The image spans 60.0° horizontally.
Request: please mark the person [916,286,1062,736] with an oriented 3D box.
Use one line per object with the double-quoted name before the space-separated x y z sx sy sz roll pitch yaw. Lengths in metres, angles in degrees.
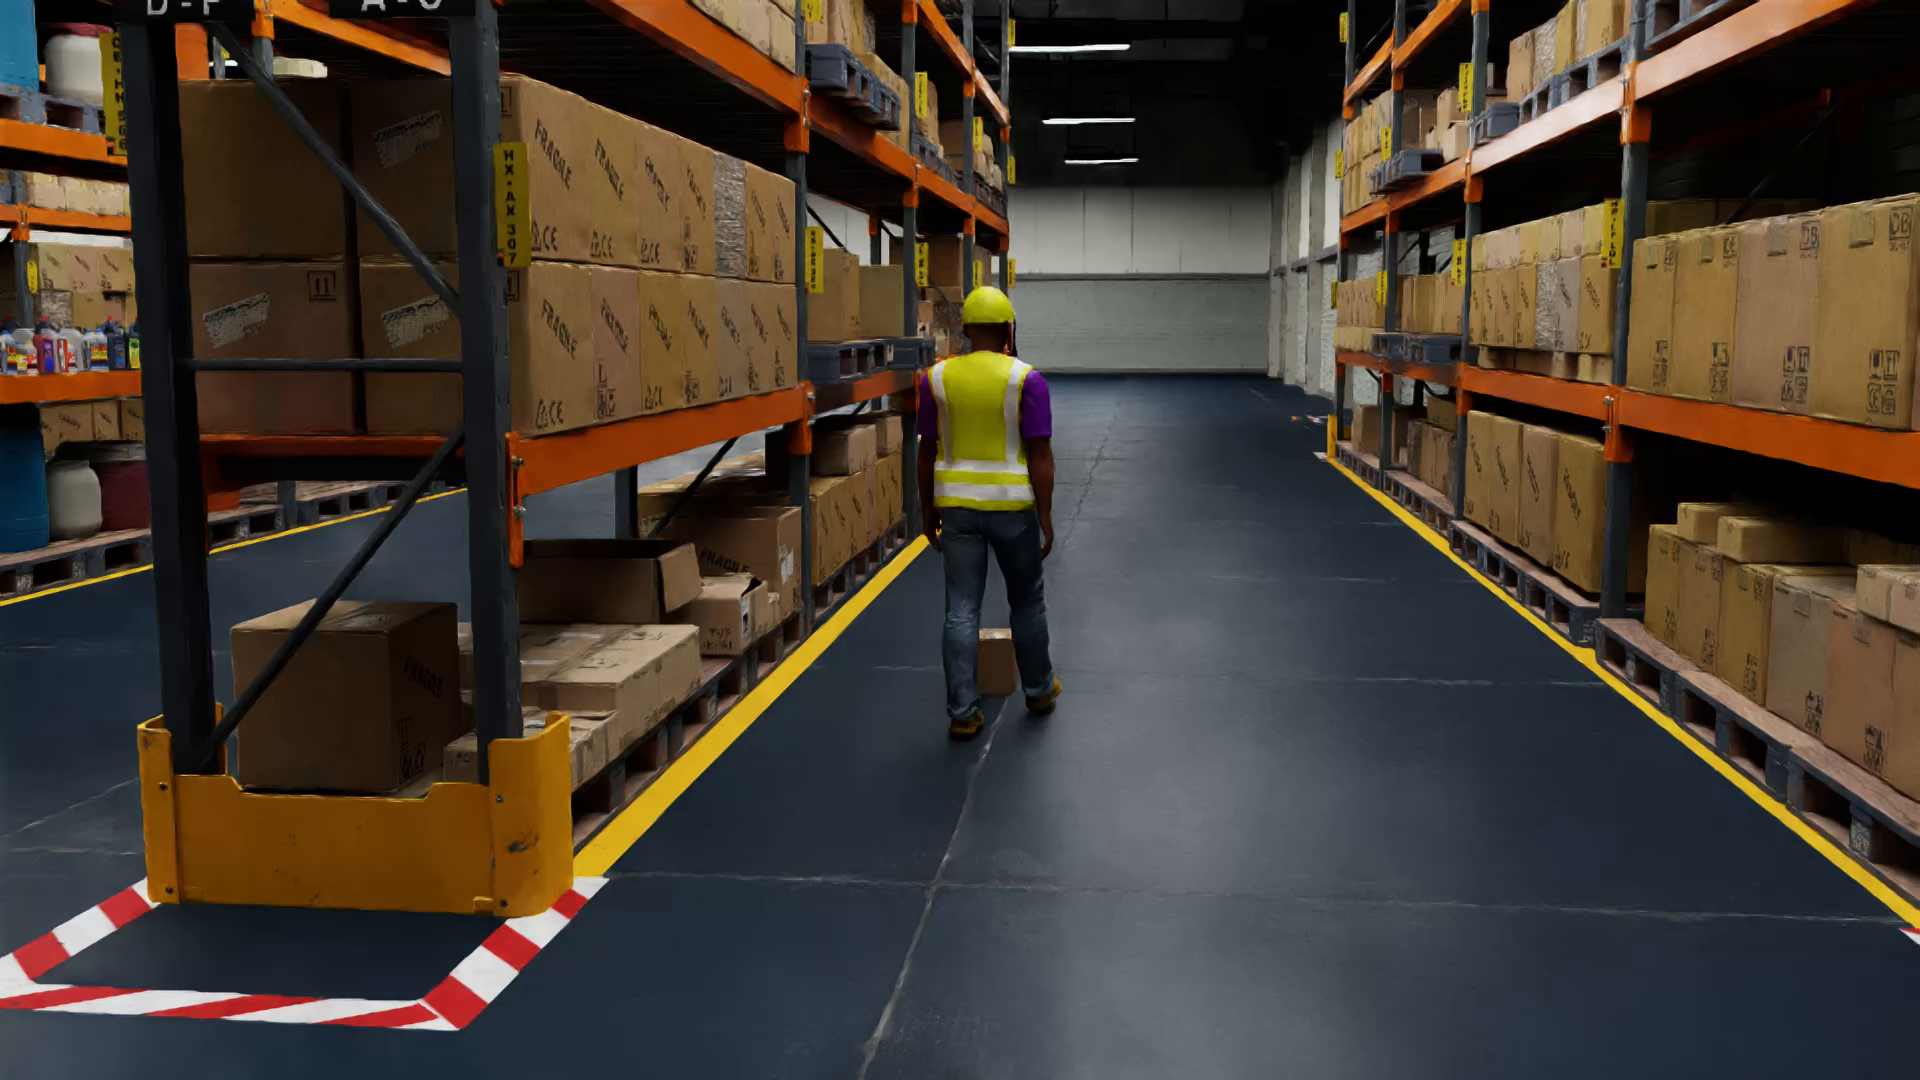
"person" 0.129 -0.145 6.731 0.568 1.747 0.789 2 8 12
